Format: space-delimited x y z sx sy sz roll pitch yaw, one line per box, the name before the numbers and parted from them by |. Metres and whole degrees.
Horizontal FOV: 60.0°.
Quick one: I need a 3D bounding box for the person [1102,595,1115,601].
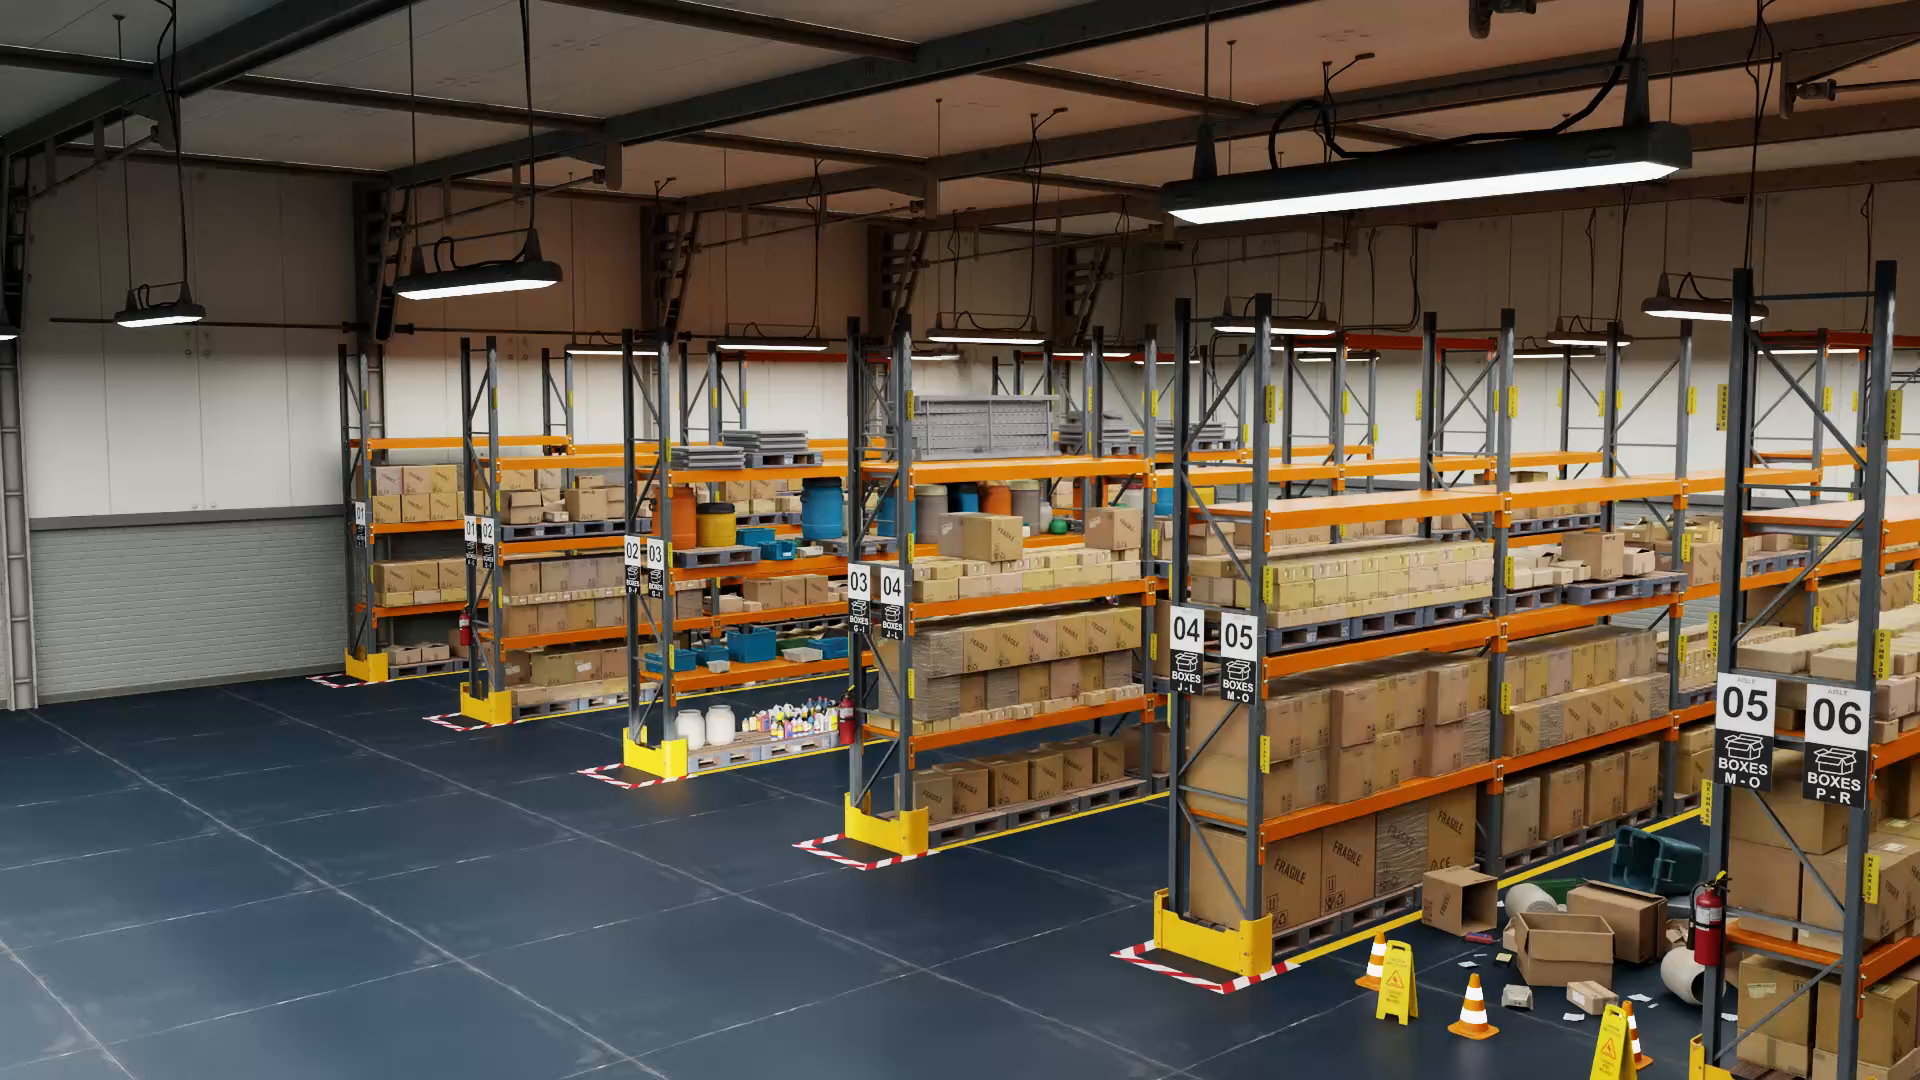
person | 2.766 1.436 31.804 0.718 1.753 0.981 5 7 41
